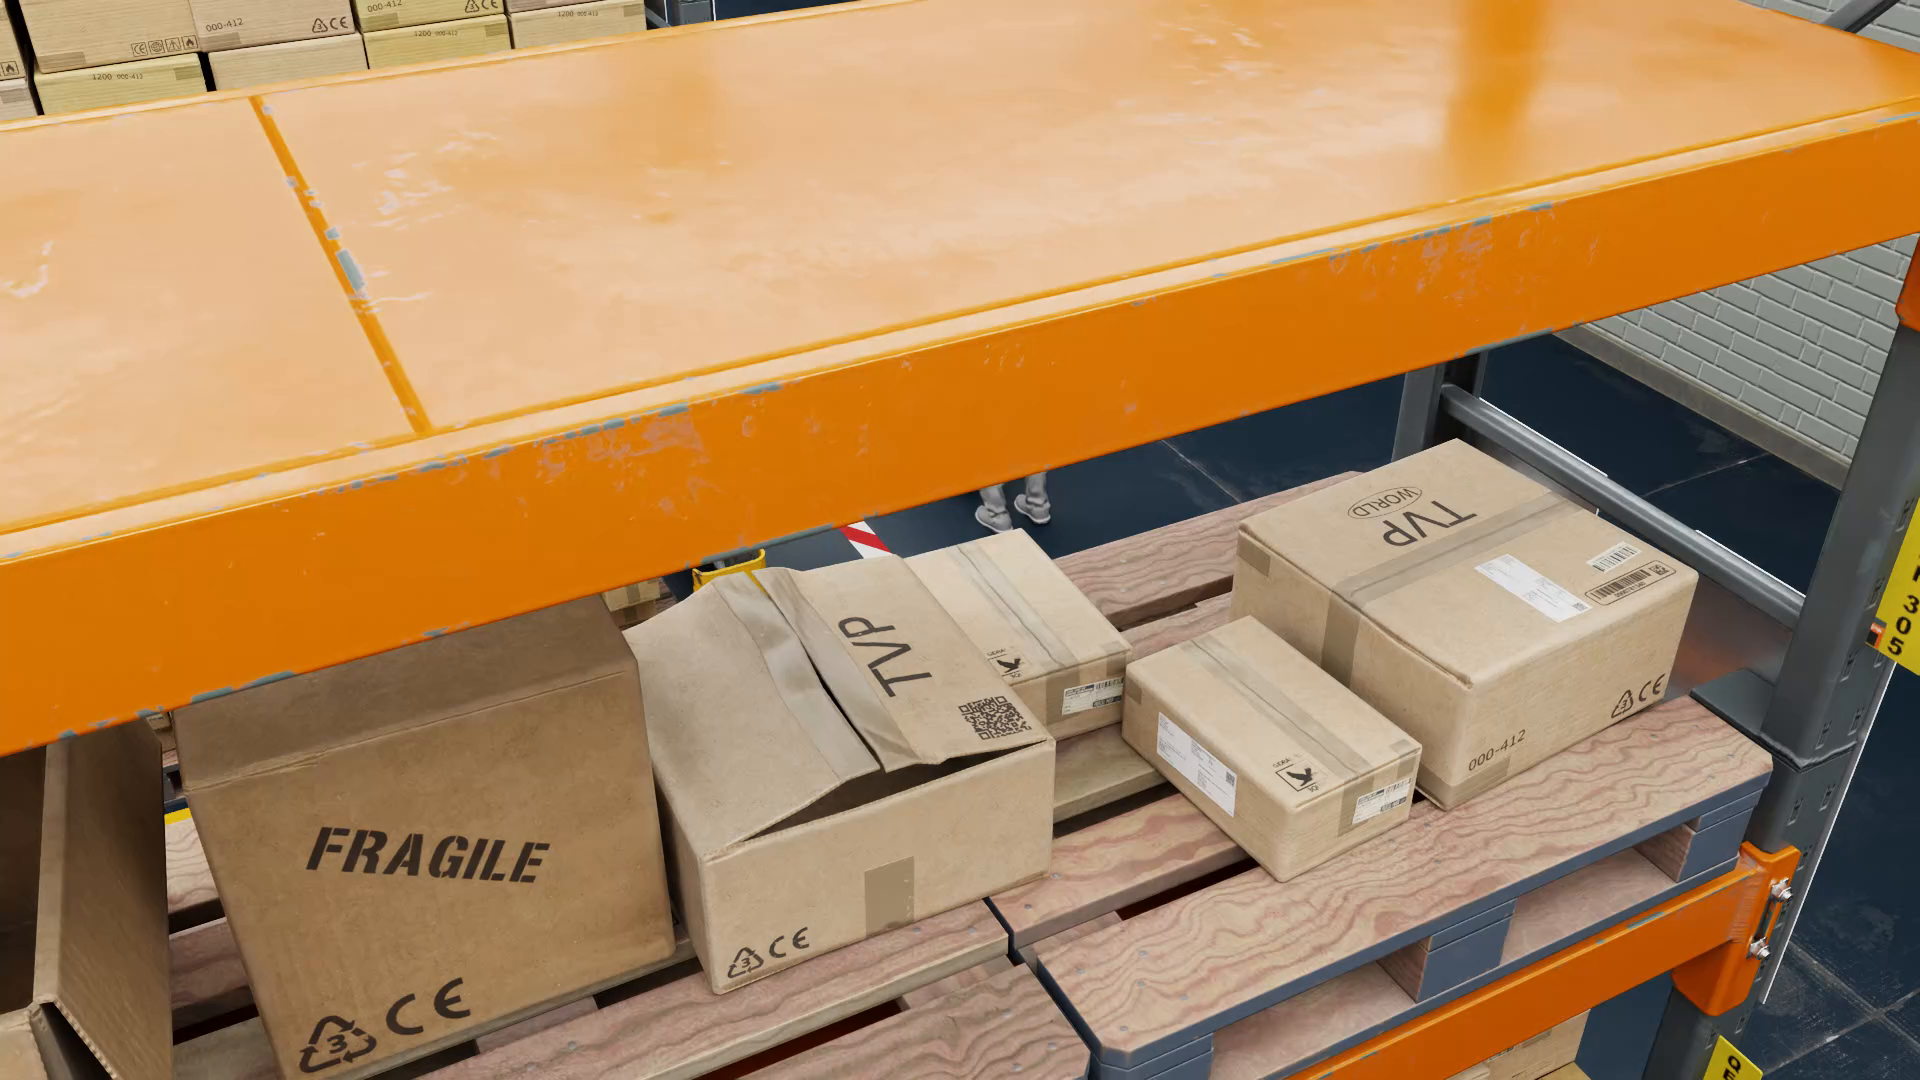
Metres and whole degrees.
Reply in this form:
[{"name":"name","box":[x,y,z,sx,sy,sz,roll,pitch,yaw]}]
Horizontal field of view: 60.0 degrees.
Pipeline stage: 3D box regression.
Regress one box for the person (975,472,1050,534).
[{"name":"person","box":[0.216,-0.677,8.518,0.534,1.294,0.749,-16,37,-23]}]
